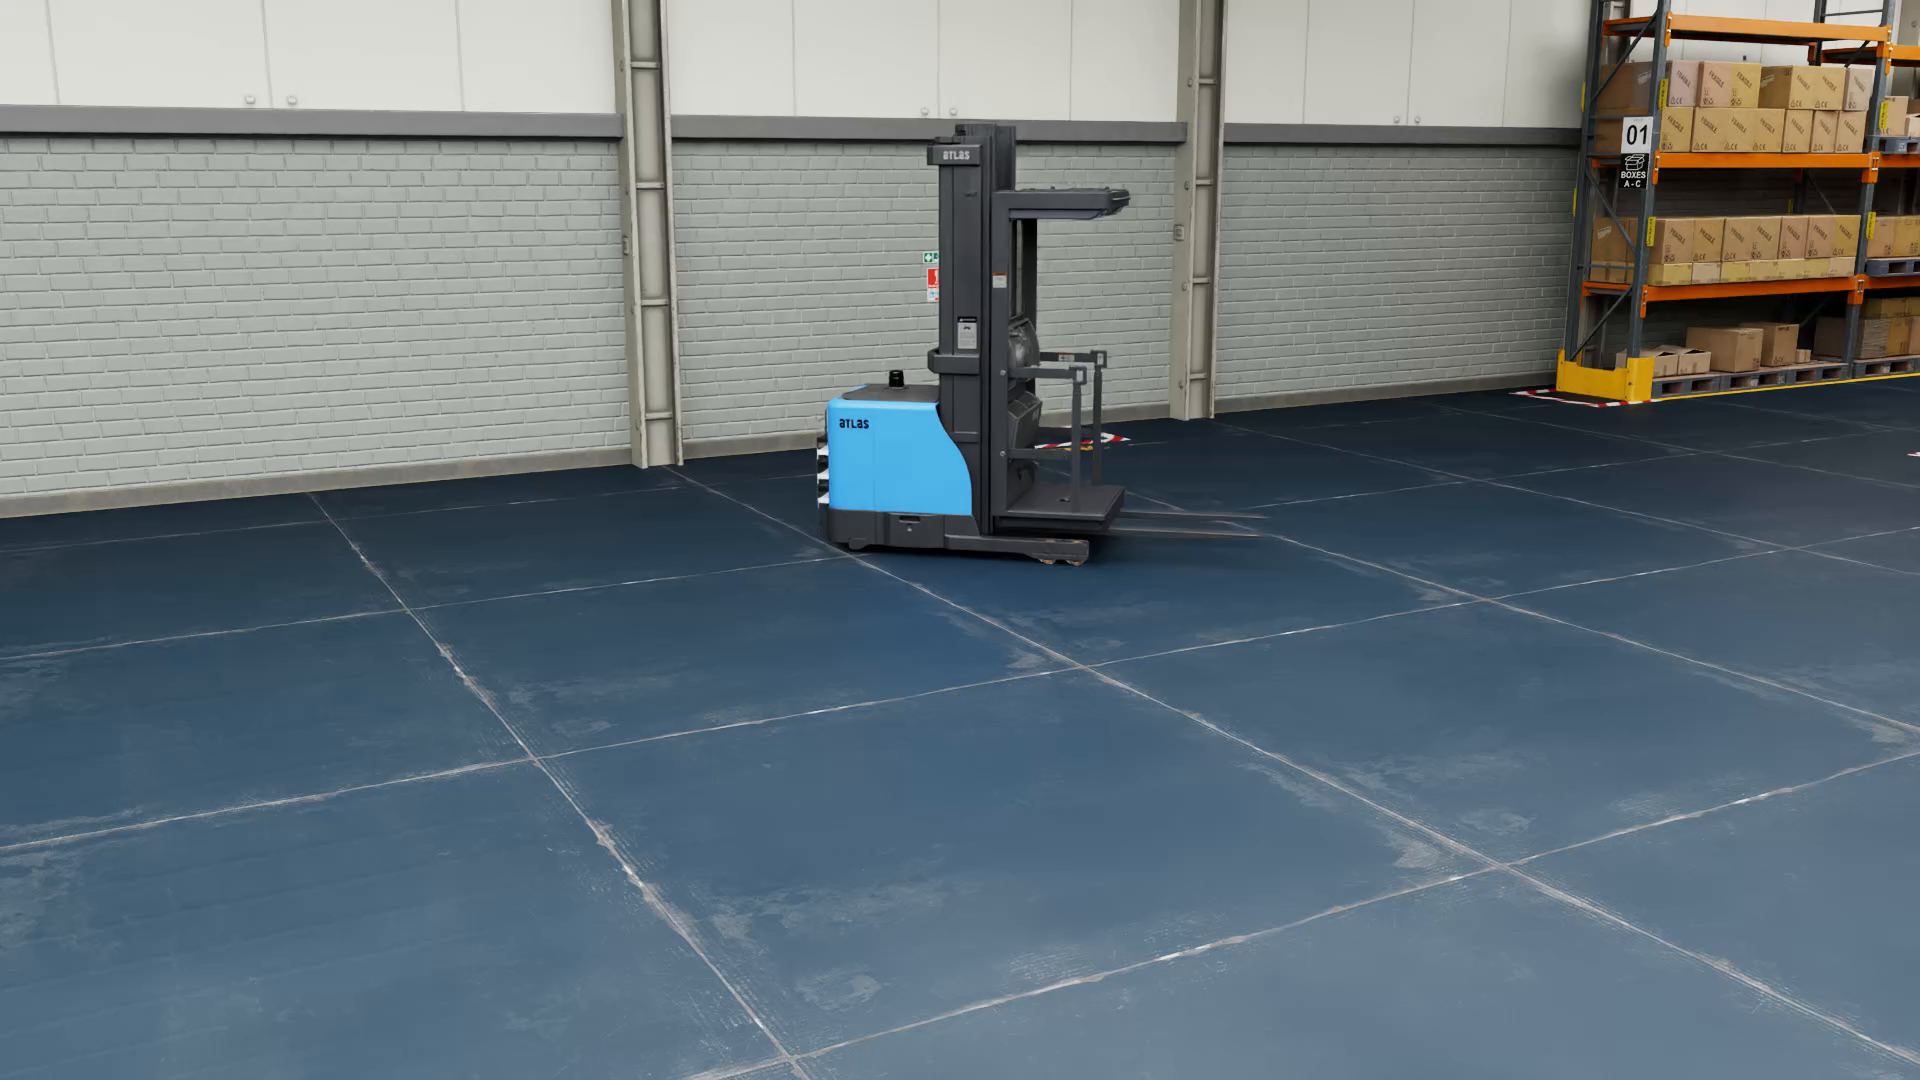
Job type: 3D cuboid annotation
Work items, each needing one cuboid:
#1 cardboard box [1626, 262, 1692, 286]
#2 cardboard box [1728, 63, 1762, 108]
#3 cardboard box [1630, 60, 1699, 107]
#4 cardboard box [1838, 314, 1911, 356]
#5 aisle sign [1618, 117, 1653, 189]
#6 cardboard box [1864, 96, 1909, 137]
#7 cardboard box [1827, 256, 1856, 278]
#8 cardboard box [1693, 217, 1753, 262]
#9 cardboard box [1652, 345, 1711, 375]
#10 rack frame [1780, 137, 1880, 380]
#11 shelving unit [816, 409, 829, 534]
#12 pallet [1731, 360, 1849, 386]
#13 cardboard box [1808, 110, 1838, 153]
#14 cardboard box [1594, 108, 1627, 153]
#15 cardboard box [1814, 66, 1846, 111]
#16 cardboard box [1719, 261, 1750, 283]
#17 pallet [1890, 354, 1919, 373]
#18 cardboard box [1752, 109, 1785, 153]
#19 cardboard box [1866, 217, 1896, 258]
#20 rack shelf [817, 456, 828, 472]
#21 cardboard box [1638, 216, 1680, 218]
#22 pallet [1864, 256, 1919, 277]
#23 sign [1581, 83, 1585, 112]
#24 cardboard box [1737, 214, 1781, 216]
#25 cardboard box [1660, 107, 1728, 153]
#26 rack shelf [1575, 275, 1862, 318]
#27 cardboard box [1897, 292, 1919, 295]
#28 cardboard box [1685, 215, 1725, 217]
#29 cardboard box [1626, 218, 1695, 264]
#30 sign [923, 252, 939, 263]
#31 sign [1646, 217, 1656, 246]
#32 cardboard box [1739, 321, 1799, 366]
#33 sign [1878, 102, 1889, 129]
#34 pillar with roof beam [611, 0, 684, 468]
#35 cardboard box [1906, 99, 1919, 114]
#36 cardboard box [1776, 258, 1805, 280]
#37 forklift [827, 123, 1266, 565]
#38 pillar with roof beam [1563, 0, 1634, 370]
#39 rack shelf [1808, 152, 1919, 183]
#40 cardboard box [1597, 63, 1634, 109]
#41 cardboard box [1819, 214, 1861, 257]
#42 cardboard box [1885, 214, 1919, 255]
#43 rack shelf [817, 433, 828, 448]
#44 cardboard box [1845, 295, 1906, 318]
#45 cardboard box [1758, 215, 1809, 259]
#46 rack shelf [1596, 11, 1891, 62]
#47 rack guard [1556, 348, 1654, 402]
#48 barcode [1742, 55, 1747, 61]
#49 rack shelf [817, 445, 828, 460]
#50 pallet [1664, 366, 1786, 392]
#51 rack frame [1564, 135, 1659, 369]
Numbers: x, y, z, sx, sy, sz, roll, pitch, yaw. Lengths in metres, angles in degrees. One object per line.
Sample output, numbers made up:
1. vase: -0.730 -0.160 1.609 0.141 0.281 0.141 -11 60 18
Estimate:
1. cardboard box: 8.149 -3.107 19.380 0.500 0.250 0.500 -7 15 -29
2. cardboard box: 8.932 -5.283 19.369 0.500 0.500 0.500 -6 14 -26
3. cardboard box: 8.023 -5.184 18.929 0.500 0.500 0.500 -8 15 -32
4. cardboard box: 12.147 -2.741 22.148 0.500 0.500 0.700 -7 15 -29
5. aisle sign: 7.649 -4.383 18.833 0.004 0.787 0.394 -7 14 -28
6. cardboard box: 11.597 -5.360 21.079 0.500 0.500 0.500 -5 13 -20
7. cardboard box: 10.809 -3.429 20.812 0.500 0.250 0.500 -7 14 -28
8. cardboard box: 9.026 -3.578 19.765 0.500 0.500 0.500 -7 15 -30
9. cardboard box: 8.719 -2.199 20.169 0.500 0.311 0.500 -6 14 -23
10. rack frame: 11.079 -3.601 21.279 0.127 3.000 1.000 -7 14 -28
11. shelving unit: -0.921 -0.503 12.294 0.210 0.900 0.258 3 13 12
12. pallet: 10.507 -2.163 21.241 1.213 0.211 1.003 -7 14 -28
13. cardboard box: 10.304 -4.972 20.263 0.500 0.500 0.500 -8 15 -33
14. cardboard box: 7.813 -4.795 19.478 0.500 0.500 0.500 -6 14 -24
15. cardboard box: 10.291 -5.446 20.094 0.500 0.500 0.500 -6 14 -25
16. cardboard box: 9.048 -3.217 19.867 0.500 0.250 0.500 -7 15 -29
17. pallet: 12.834 -2.452 22.524 1.213 0.211 1.003 -7 14 -28
18. cardboard box: 9.384 -4.855 19.744 0.500 0.500 0.500 -6 14 -24
19. cardboard box: 11.542 -3.912 21.428 0.500 0.500 0.700 -7 14 -28
20. rack shelf: -0.921 -0.558 12.282 0.200 0.077 0.258 3 13 12
21. cardboard box: 8.327 -3.624 19.970 0.500 0.500 0.500 -7 14 -27
22. pallet: 11.820 -3.560 21.533 1.213 0.211 1.003 -7 14 -28
23. sign: 7.320 -5.185 19.467 0.005 0.325 0.100 -7 14 -28
24. cardboard box: 10.111 -3.841 20.931 0.500 0.500 0.500 -7 14 -28
25. cardboard box: 8.470 -4.739 19.229 0.500 0.500 0.500 -6 14 -24
26. rack shelf: 9.324 -3.040 20.423 4.000 0.370 1.077 -7 14 -28
27. cardboard box: 13.004 -3.194 22.454 0.500 0.250 0.500 -7 14 -28
28. cardboard box: 9.220 -3.733 20.451 0.500 0.500 0.500 -7 14 -27
29. cardboard box: 8.131 -3.475 19.307 0.500 0.500 0.500 -7 14 -28
30. sign: -0.212 -2.773 16.312 0.331 0.109 0.001 -7 14 -28
31. sign: 7.828 -3.498 18.849 0.005 0.325 0.100 -7 14 -28
32. cardboard box: 10.187 -2.479 20.986 0.500 0.500 0.500 -8 15 -32
33. sign: 11.346 -5.213 20.432 0.005 0.325 0.100 -7 14 -28
34. pillar with roof beam: -0.702 -4.255 10.522 0.400 9.000 9.100 -7 14 -28
35. cardboard box: 12.680 -5.490 21.656 0.500 0.500 0.500 -7 15 -30
36. cardboard box: 9.933 -3.323 20.338 0.500 0.250 0.500 -7 14 -28
37. forklift: 0.633 -1.385 11.586 3.031 2.935 1.130 3 13 13
38. pillar with roof beam: 9.831 -5.518 16.132 0.400 9.000 9.100 -7 14 -28
39. rack shelf: 12.835 -4.924 21.963 4.000 0.370 1.077 -7 14 -28
40. cardboard box: 7.821 -5.286 19.382 0.500 0.500 0.500 -6 14 -25
41. cardboard box: 10.812 -3.794 20.725 0.500 0.500 0.500 -7 14 -28
42. cardboard box: 12.599 -4.044 22.018 0.500 0.500 0.700 -5 14 -20
43. rack shelf: -0.921 -0.734 12.242 0.200 0.077 0.258 3 13 12
44. cardboard box: 12.102 -3.090 21.990 0.500 0.250 0.500 -7 15 -29
45. cardboard box: 9.930 -3.690 20.261 0.500 0.500 0.500 -7 15 -29
46. rack shelf: 9.324 -5.965 19.765 4.000 0.370 1.077 -7 14 -28
47. rack guard: 7.635 -1.969 19.719 0.348 0.500 1.175 -7 14 -28
48. barcode: 9.653 -5.928 20.459 0.075 0.075 0.001 -7 14 -28
49. rack shelf: -0.921 -0.646 12.262 0.200 0.077 0.258 3 13 12
50. pallet: 9.435 -2.034 20.667 1.213 0.211 1.003 -7 14 -28
51. rack frame: 7.568 -3.180 19.409 0.127 3.000 1.000 -7 14 -28
